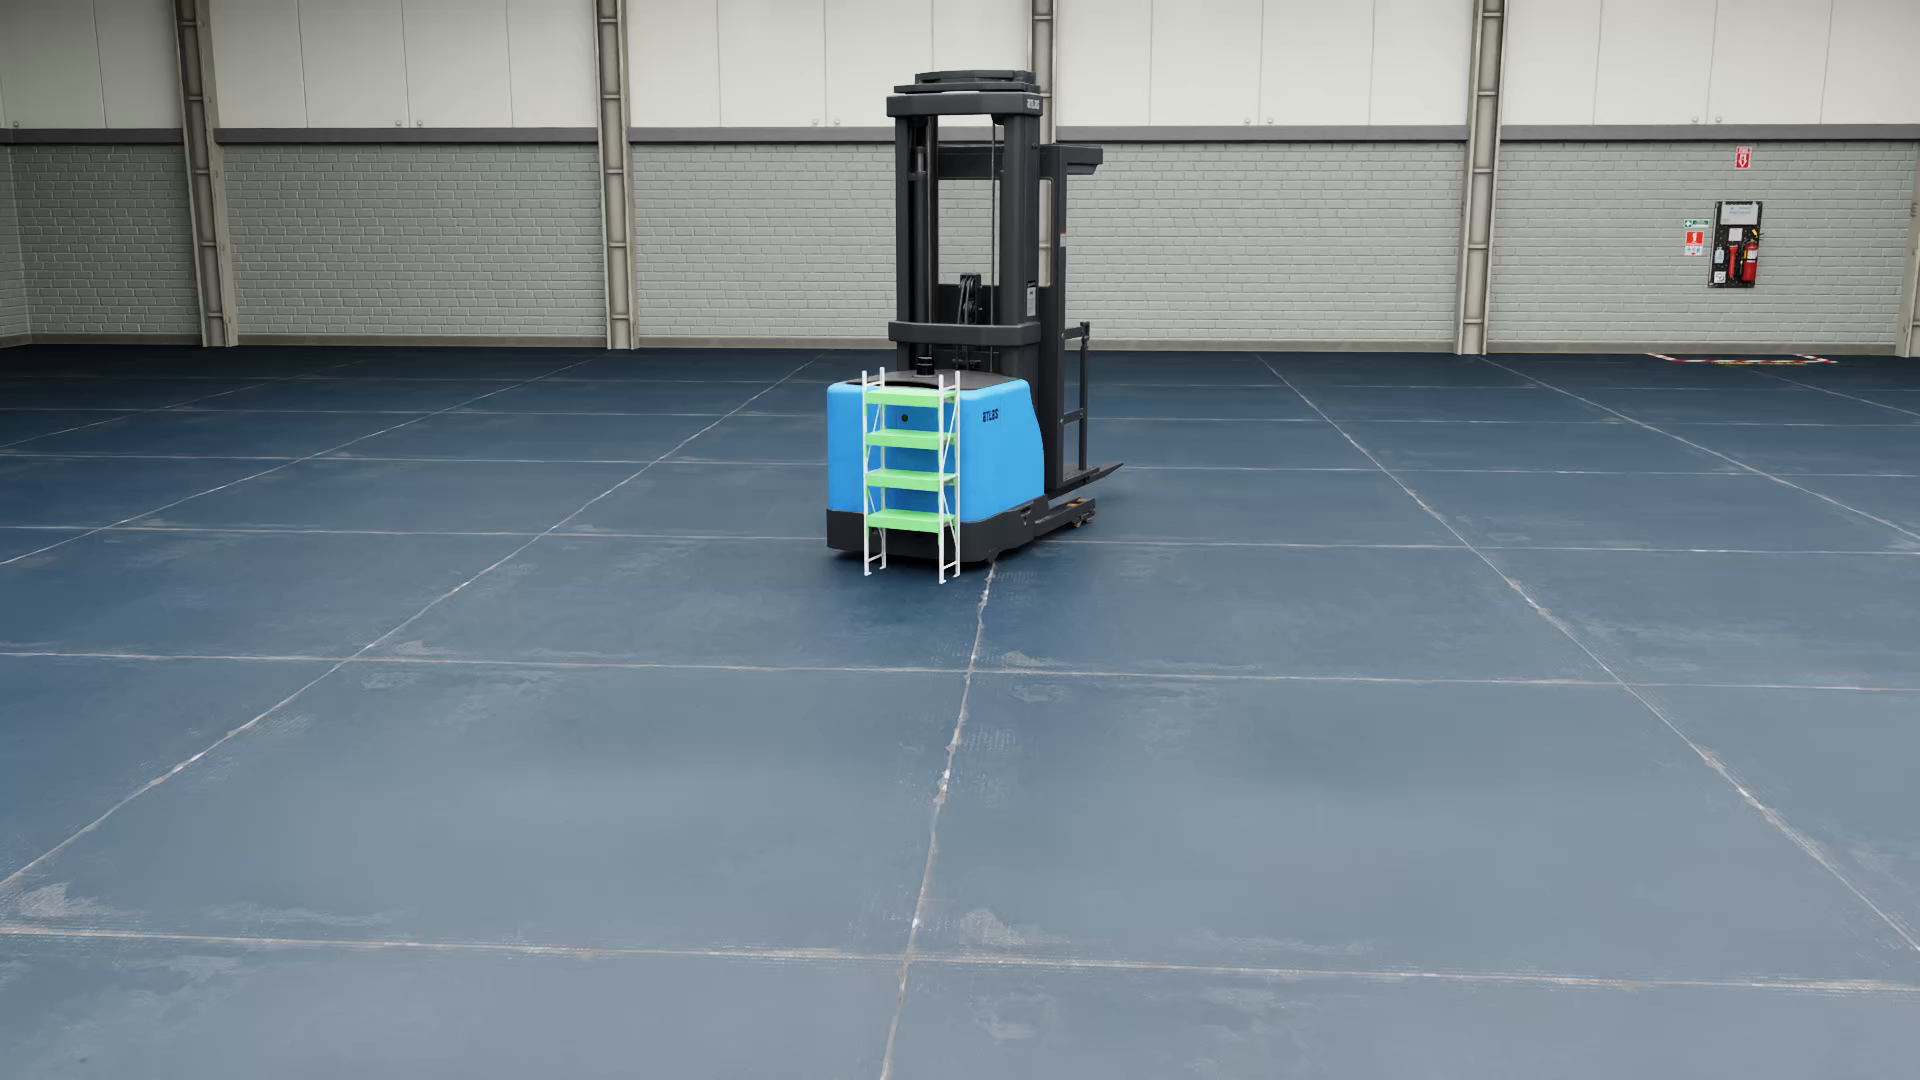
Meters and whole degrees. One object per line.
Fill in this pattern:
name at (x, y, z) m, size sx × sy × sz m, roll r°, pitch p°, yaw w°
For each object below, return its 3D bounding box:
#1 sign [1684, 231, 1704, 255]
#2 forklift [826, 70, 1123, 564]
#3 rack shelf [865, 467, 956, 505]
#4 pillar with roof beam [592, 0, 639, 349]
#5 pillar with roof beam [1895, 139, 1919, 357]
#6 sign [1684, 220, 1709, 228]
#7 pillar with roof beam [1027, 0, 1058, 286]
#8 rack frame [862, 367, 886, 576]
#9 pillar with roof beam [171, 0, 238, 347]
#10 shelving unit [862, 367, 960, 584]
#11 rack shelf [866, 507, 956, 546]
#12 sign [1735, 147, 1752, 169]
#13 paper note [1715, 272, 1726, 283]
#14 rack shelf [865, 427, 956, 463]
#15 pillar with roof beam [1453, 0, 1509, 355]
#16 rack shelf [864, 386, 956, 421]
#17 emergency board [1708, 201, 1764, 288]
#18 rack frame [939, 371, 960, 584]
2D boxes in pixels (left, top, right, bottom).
sign at (10.093, -4.080, 22.859) m, size 0.234 × 0.329 × 0.001 m, roll 1°, pitch 12°, yaw 4°
forklift at (0.272, -1.551, 11.025) m, size 1.130 × 2.935 × 3.031 m, roll 6°, pitch 13°, yaw 25°
rack shelf at (-0.281, -0.318, 9.668) m, size 0.480 × 0.148 × 0.258 m, roll 5°, pitch 13°, yaw 24°
pillar with roof beam at (-5.147, -6.295, 18.886) m, size 0.400 × 9.000 × 9.100 m, roll 1°, pitch 12°, yaw 4°
pillar with roof beam at (12.813, -6.049, 17.708) m, size 0.400 × 9.000 × 9.100 m, roll 1°, pitch 12°, yaw 4°
sign at (10.097, -4.337, 22.796) m, size 0.331 × 0.109 × 0.001 m, roll 1°, pitch 12°, yaw 4°
pillar with roof beam at (0.840, -6.213, 18.493) m, size 0.400 × 9.000 × 9.100 m, roll 1°, pitch 12°, yaw 4°
rack frame at (-0.502, -0.401, 9.756) m, size 0.015 × 1.200 × 0.240 m, roll 5°, pitch 13°, yaw 24°
pillar with roof beam at (-11.133, -6.378, 19.278) m, size 0.400 × 9.000 × 9.100 m, roll 1°, pitch 12°, yaw 4°
shelving unit at (-0.281, -0.380, 9.655) m, size 0.503 × 1.200 × 0.258 m, roll 5°, pitch 13°, yaw 24°
rack shelf at (-0.281, -0.083, 9.717) m, size 0.480 × 0.148 × 0.258 m, roll 5°, pitch 13°, yaw 24°
sign at (10.636, -5.189, 22.586) m, size 0.199 × 0.298 × 0.001 m, roll 1°, pitch 12°, yaw 4°
paper note at (10.466, -3.619, 22.895) m, size 0.142 × 0.148 × 0.016 m, roll 1°, pitch 12°, yaw 4°
rack shelf at (-0.281, -0.552, 9.619) m, size 0.480 × 0.148 × 0.258 m, roll 5°, pitch 13°, yaw 24°
pillar with roof beam at (6.827, -6.131, 18.101) m, size 0.400 × 9.000 × 9.100 m, roll 1°, pitch 12°, yaw 4°
rack shelf at (-0.281, -0.787, 9.569) m, size 0.480 × 0.148 × 0.258 m, roll 5°, pitch 13°, yaw 24°
emergency board at (10.638, -4.034, 22.726) m, size 0.643 × 1.169 × 0.194 m, roll 1°, pitch 12°, yaw 4°
rack frame at (-0.060, -0.359, 9.554) m, size 0.015 × 1.200 × 0.240 m, roll 5°, pitch 13°, yaw 24°
